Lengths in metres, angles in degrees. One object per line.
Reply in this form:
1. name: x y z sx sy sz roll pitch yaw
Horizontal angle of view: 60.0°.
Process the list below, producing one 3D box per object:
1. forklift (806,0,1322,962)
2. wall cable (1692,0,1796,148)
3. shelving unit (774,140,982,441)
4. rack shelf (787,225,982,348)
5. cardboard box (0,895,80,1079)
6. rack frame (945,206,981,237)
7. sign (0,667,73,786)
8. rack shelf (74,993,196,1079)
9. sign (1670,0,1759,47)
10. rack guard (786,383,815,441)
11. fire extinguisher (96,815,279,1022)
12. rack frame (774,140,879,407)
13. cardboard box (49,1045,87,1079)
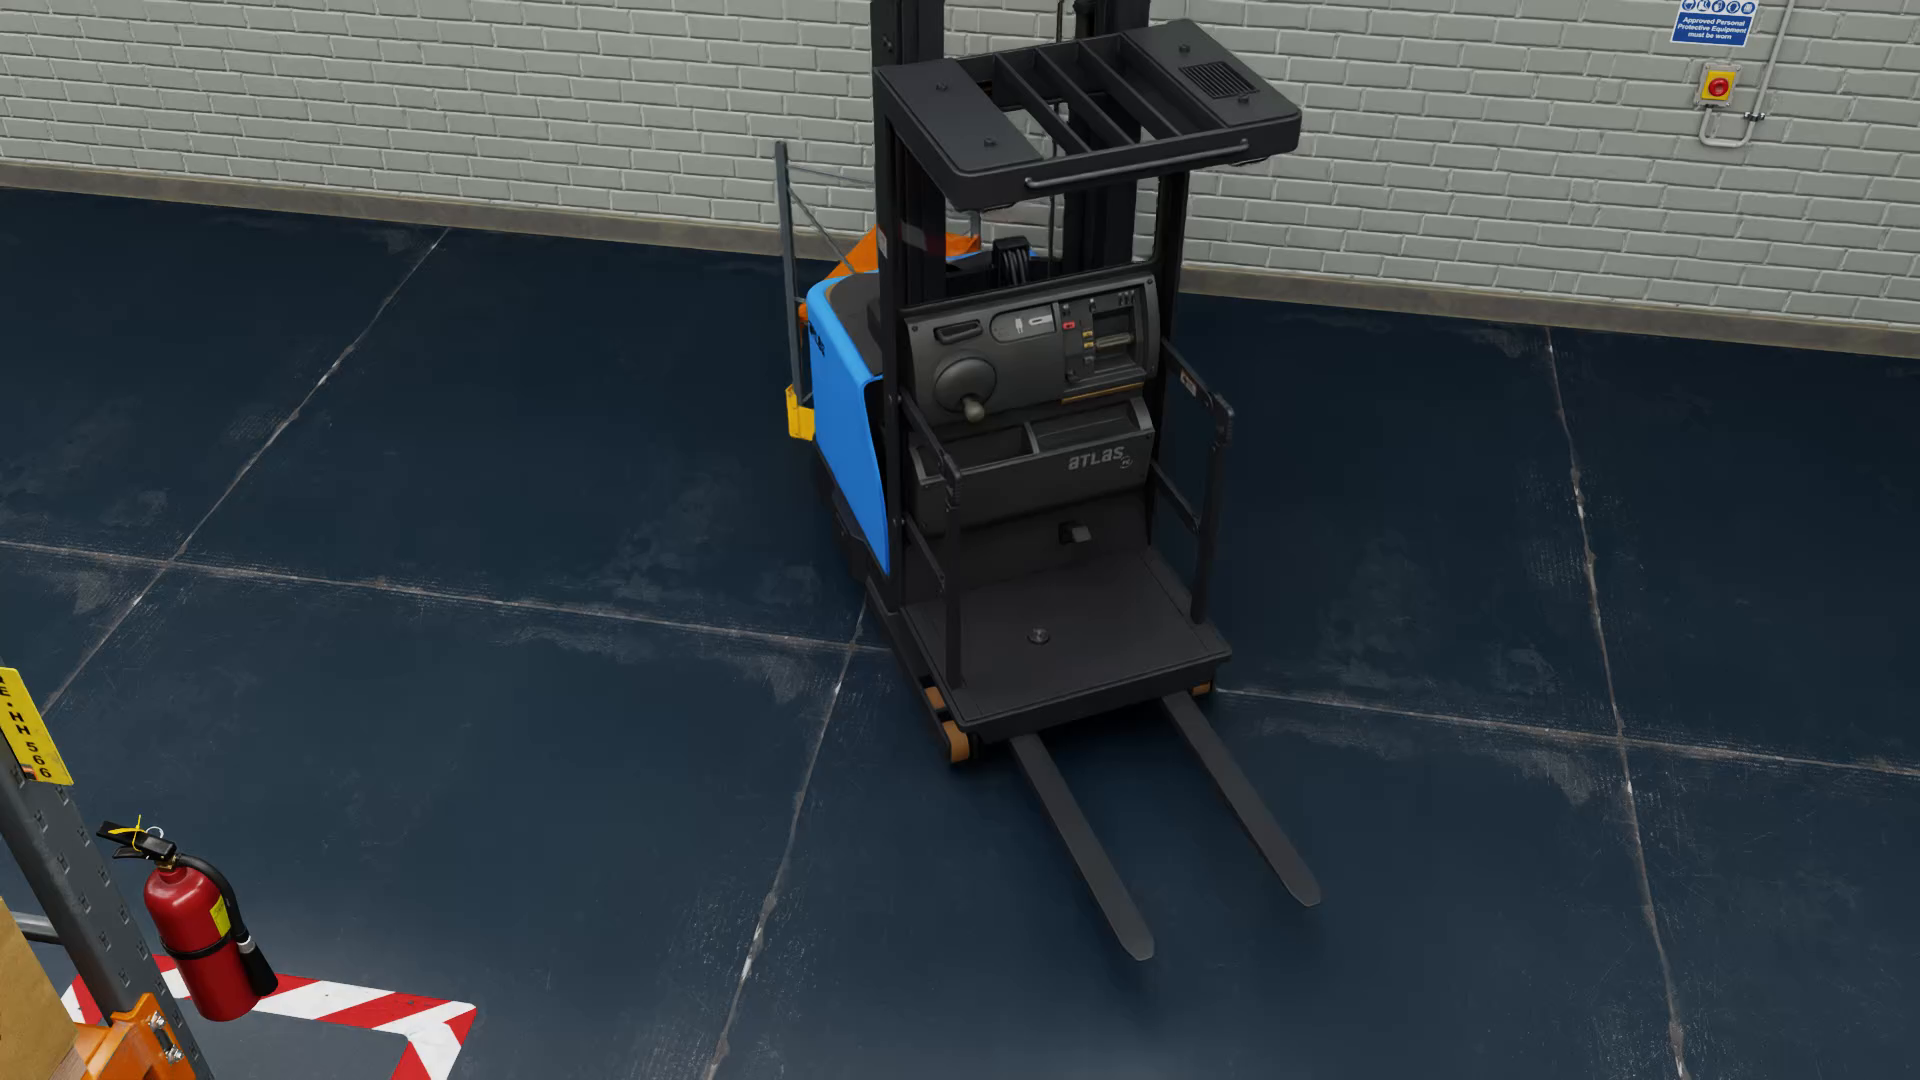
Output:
1. forklift: 0.345 -0.596 5.671 1.130 2.935 3.031 -13 41 -16
2. wall cable: 3.446 -2.600 7.218 0.585 1.953 0.123 6 40 8
3. shelving unit: -0.332 -1.316 7.665 0.587 1.500 1.083 15 42 18
4. rack shelf: -0.336 -1.172 7.773 0.538 0.185 1.000 15 42 18
5. cardboard box: -2.224 1.020 3.350 0.500 0.500 0.500 7 40 9
6. rack frame: -0.137 -1.609 8.019 0.500 1.500 0.032 15 42 18
7. sign: -1.856 0.369 3.293 0.100 0.325 0.005 6 40 8
8. rack shelf: -2.746 2.395 2.563 1.077 0.370 4.000 6 40 8
9. sign: 3.409 -2.344 7.519 0.327 0.218 0.001 6 40 8
10. rack guard: -0.526 -0.542 7.710 0.587 0.250 0.087 15 42 18
11. fire extinguisher: -1.901 0.929 4.125 0.296 0.674 0.183 6 40 8
12. rack frame: -0.534 -1.013 7.298 0.500 1.500 0.032 15 42 18
13. cardboard box: -2.178 1.196 3.647 0.380 0.149 0.250 6 40 8
